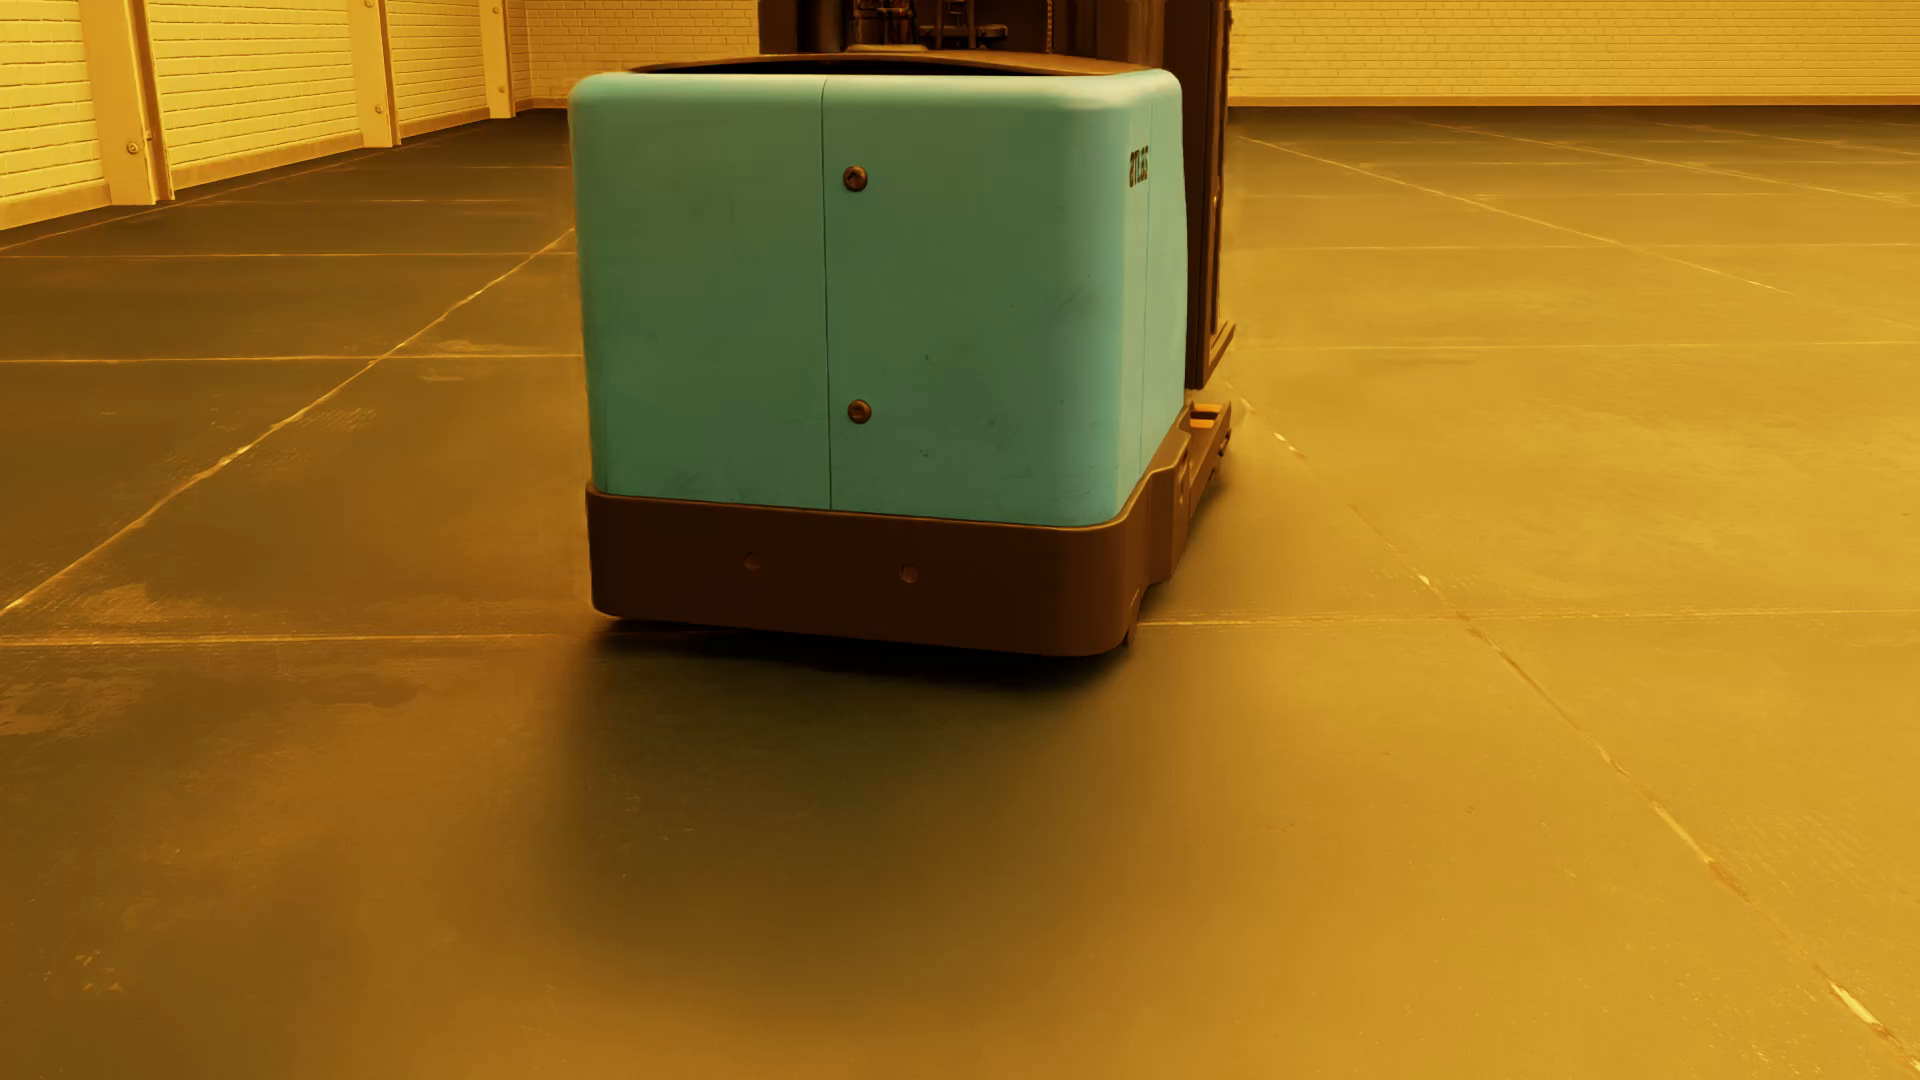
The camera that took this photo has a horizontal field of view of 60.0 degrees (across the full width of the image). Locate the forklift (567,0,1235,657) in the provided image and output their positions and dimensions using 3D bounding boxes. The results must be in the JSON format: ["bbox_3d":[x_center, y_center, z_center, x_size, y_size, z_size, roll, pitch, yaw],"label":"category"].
[{"bbox_3d":[0.137,-1.582,4.080,1.130,2.935,3.031,4,18,14],"label":"forklift"}]
